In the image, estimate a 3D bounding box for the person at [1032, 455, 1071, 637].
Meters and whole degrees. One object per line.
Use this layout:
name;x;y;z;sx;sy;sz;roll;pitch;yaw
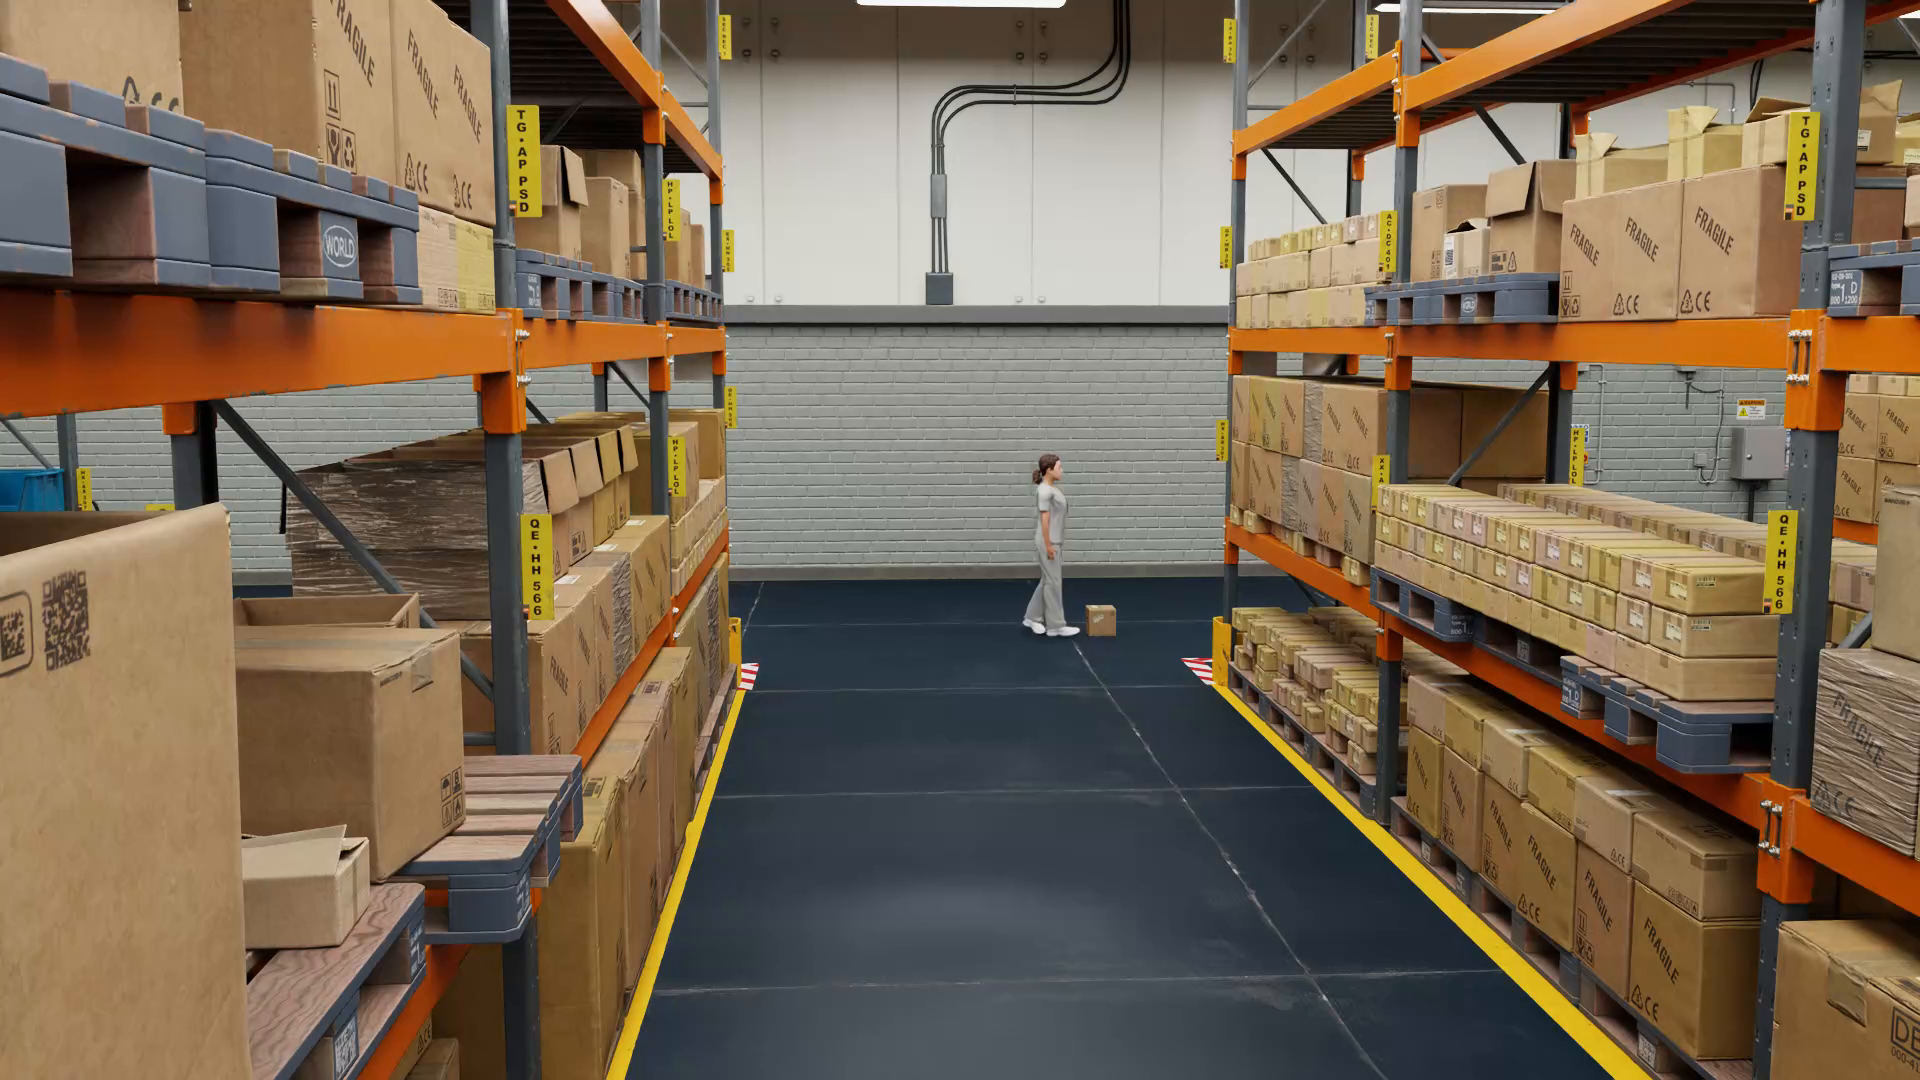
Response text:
person;0.834;0.071;15.364;0.366;1.717;0.442;0;7;-3
